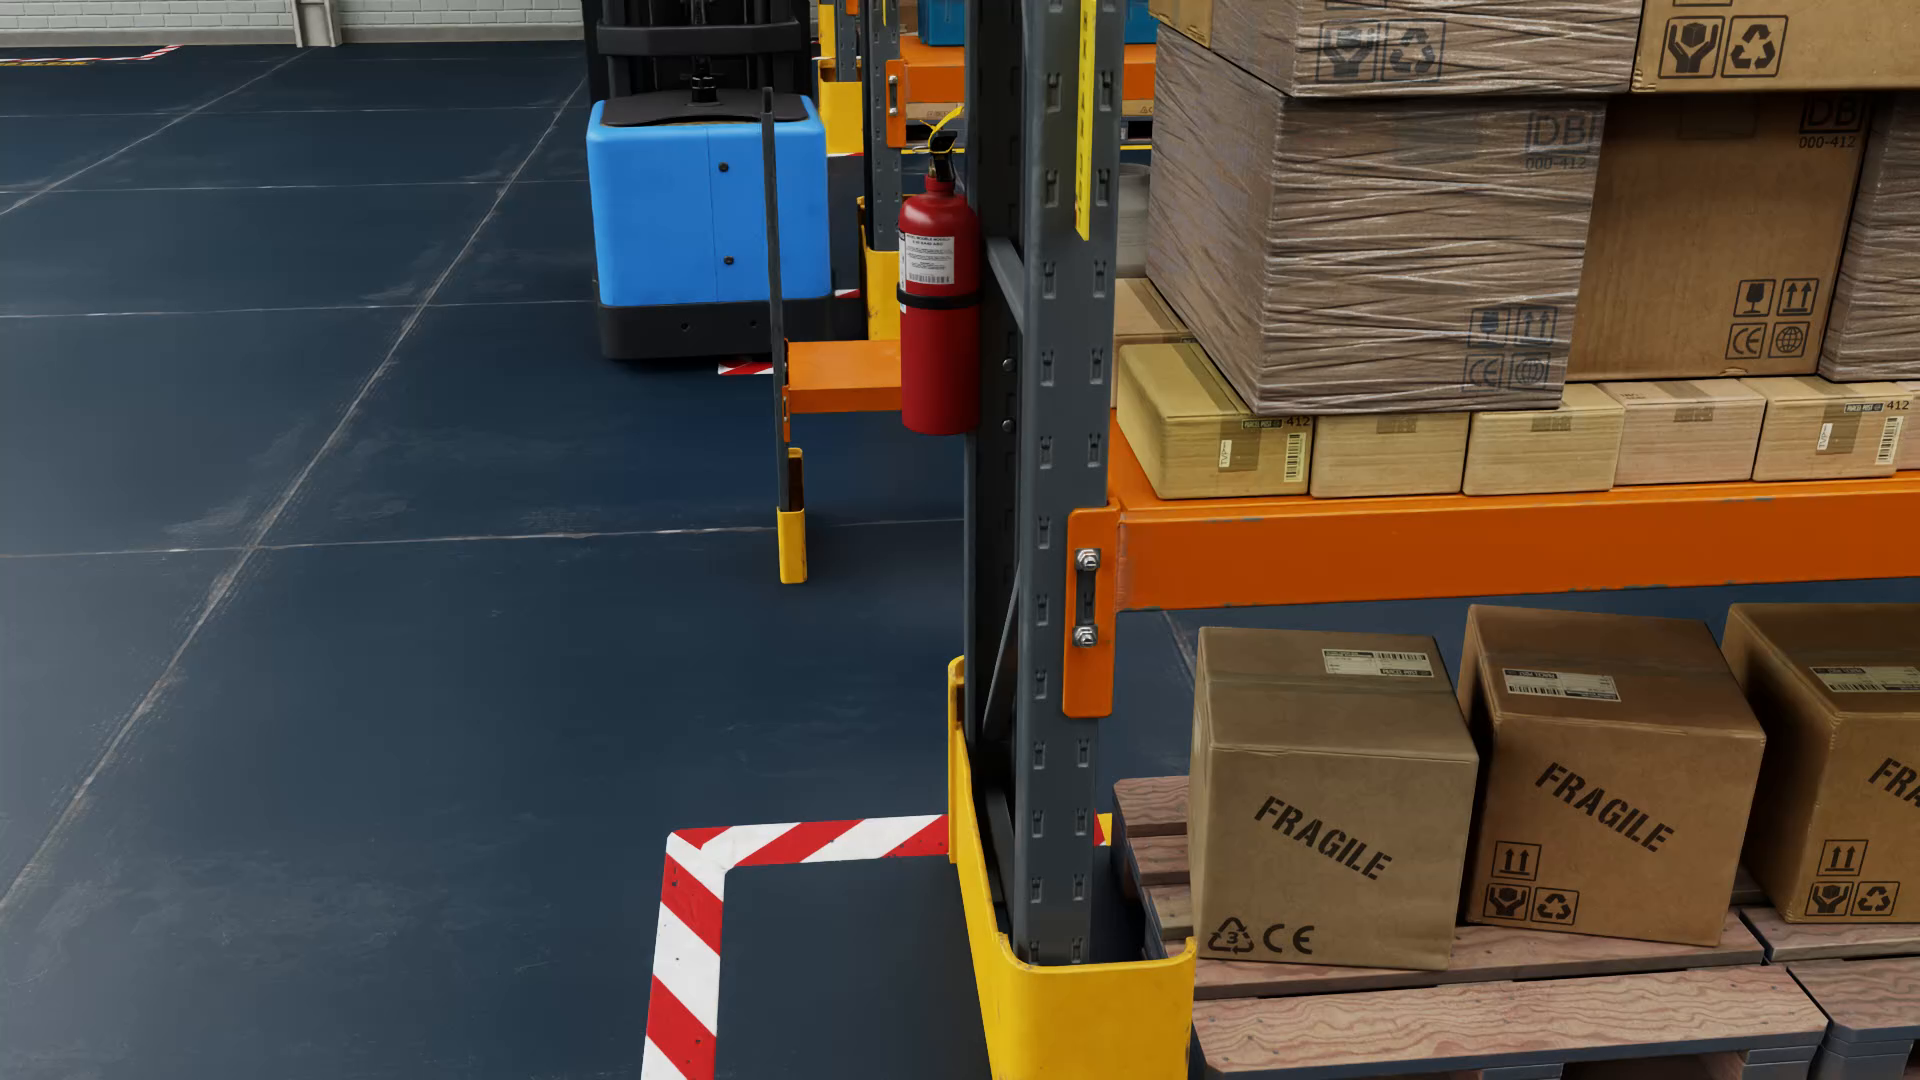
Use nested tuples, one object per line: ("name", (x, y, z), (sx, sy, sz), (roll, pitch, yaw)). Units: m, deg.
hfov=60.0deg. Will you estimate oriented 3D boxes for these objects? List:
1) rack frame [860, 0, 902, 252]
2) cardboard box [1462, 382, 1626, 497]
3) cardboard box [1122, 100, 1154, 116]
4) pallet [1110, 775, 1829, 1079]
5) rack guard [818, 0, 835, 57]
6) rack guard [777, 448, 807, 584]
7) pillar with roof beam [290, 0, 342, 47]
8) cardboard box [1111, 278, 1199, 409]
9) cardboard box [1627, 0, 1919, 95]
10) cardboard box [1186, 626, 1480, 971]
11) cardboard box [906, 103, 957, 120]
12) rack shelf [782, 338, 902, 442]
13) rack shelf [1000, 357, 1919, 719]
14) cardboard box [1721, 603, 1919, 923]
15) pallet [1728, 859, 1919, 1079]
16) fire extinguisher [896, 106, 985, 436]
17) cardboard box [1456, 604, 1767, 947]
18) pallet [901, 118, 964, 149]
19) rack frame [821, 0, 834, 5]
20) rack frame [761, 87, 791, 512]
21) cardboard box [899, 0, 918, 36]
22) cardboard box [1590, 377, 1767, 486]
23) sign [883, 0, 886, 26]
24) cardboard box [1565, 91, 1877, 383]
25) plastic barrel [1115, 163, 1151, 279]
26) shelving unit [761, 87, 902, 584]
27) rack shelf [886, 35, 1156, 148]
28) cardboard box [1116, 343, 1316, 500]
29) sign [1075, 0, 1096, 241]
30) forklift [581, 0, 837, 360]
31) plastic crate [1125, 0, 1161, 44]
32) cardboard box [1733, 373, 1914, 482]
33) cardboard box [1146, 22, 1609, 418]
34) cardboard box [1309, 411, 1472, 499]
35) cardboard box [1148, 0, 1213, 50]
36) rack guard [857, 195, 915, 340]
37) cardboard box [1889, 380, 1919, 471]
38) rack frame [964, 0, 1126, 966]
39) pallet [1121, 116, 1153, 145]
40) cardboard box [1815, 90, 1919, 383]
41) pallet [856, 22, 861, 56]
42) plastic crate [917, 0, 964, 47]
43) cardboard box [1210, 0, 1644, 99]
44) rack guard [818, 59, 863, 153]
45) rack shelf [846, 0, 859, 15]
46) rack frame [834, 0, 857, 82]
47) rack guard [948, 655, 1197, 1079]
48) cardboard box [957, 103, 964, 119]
("rack frame", (-0.367, -2.413, 7.485), (0.127, 3.000, 1.000), (-2, 24, -5))
("cardboard box", (0.928, -0.217, 2.854), (0.250, 0.149, 0.380), (-2, 24, -5))
("cardboard box", (1.198, -3.341, 12.442), (0.500, 0.250, 0.500), (-2, 24, -5))
("pallet", (1.007, 0.843, 3.595), (1.213, 0.211, 1.003), (-2, 24, -5))
("rack guard", (-1.265, -5.278, 17.008), (0.348, 0.500, 1.175), (-2, 24, -5))
("rack guard", (-0.571, -0.091, 5.648), (0.087, 0.250, 0.587), (-2, 24, -5))
("pillar with roof beam", (-6.277, -7.556, 11.671), (0.400, 9.000, 9.100), (-2, 24, -5))
("cardboard box", (0.383, -0.391, 3.245), (0.250, 0.149, 0.380), (-2, 24, -5))
("cardboard box", (1.192, -0.978, 2.537), (0.500, 0.500, 0.500), (-2, 24, -5))
("cardboard box", (0.743, 0.522, 3.444), (0.500, 0.500, 0.500), (2, 24, 5))
("cardboard box", (-0.295, -3.282, 12.309), (0.500, 0.250, 0.500), (-2, 24, -5))
("rack shelf", (-0.085, -0.518, 5.511), (1.000, 0.185, 0.538), (-2, 24, -5))
("rack shelf", (2.110, -0.162, 3.306), (4.000, 0.370, 1.077), (-2, 24, -5))
("cardboard box", (1.959, 0.467, 3.568), (0.500, 0.500, 0.500), (0, 24, 0))
("pallet", (2.218, 0.795, 3.701), (1.213, 0.211, 1.003), (-2, 24, -5))
("fire extinguisher", (-0.040, -0.557, 3.405), (0.183, 0.674, 0.296), (-2, 24, -5))
("cardboard box", (1.334, 0.484, 3.529), (0.500, 0.500, 0.500), (4, 24, 9))
("pallet", (-0.093, -3.188, 12.663), (1.213, 0.211, 1.003), (-2, 24, -5))
("rack frame", (-1.341, -6.417, 16.494), (0.127, 3.000, 1.000), (-2, 24, -5))
("rack frame", (-0.591, -0.662, 5.392), (0.032, 1.500, 0.500), (-2, 24, -5))
("cardboard box", (-0.346, -3.835, 12.629), (0.500, 0.500, 0.500), (-2, 24, -5))
("cardboard box", (1.174, -0.235, 2.896), (0.250, 0.149, 0.380), (-2, 24, -5))
("sign", (-0.317, -2.316, 6.928), (0.005, 0.325, 0.100), (-2, 24, -5))
("cardboard box", (1.155, -0.671, 3.078), (0.500, 0.500, 0.875), (-2, 24, -5))
("plastic barrel", (0.779, -1.545, 8.078), (0.421, 0.512, 0.421), (0, 24, 0))
("shelving unit", (-0.076, -0.682, 5.439), (1.083, 1.500, 0.587), (-2, 24, -5))
("rack shelf", (1.623, -2.164, 7.810), (4.000, 0.370, 1.077), (-2, 24, -5))
("cardboard box", (0.427, -0.211, 2.840), (0.250, 0.149, 0.380), (-2, 24, -5))
("sign", (0.173, -0.587, 2.311), (0.005, 0.325, 0.100), (-2, 24, -5))
("forklift", (-1.310, -2.707, 8.232), (1.130, 2.935, 3.031), (-4, 24, -8))
("plastic crate", (0.748, -2.509, 7.885), (0.408, 0.251, 0.499), (-2, 24, -5))
("cardboard box", (1.424, -0.242, 2.912), (0.250, 0.149, 0.380), (-2, 24, -5))
("cardboard box", (0.670, -0.603, 2.924), (0.500, 0.500, 0.875), (-2, 24, -5))
("cardboard box", (0.677, -0.213, 2.845), (0.250, 0.149, 0.380), (-2, 24, -5))
("cardboard box", (0.643, -1.171, 2.971), (0.500, 0.500, 0.500), (-2, 24, -5))
("rack guard", (-0.296, -1.292, 8.042), (0.348, 0.500, 1.175), (-2, 24, -5))
("cardboard box", (1.670, -0.263, 2.959), (0.250, 0.149, 0.380), (-2, 24, -5))
("rack frame", (0.120, -0.411, 2.981), (0.127, 3.000, 1.000), (-2, 24, -5))
("pallet", (1.118, -3.236, 12.769), (1.213, 0.211, 1.003), (-2, 24, -5))
("cardboard box", (1.657, -0.674, 3.084), (0.500, 0.500, 0.875), (-2, 24, -5))
("pallet", (-0.453, -5.164, 17.108), (1.213, 0.211, 1.003), (-2, 24, -5))
("plastic crate", (0.101, -2.486, 7.832), (0.616, 0.251, 0.499), (-2, 24, -5))
("cardboard box", (0.694, -0.961, 2.498), (0.500, 0.500, 0.500), (-2, 24, -5))
("rack guard", (-0.874, -3.272, 12.495), (0.348, 0.500, 1.175), (-2, 24, -5))
("rack shelf", (1.140, -4.166, 12.315), (4.000, 0.370, 1.077), (-2, 24, -5))
("rack frame", (-0.850, -4.415, 11.989), (0.127, 3.000, 1.000), (-2, 24, -5))
("rack guard", (0.195, 0.729, 3.495), (0.348, 0.500, 1.175), (-2, 24, -5))
("cardboard box", (0.202, -3.303, 12.357), (0.500, 0.250, 0.500), (-2, 24, -5))
